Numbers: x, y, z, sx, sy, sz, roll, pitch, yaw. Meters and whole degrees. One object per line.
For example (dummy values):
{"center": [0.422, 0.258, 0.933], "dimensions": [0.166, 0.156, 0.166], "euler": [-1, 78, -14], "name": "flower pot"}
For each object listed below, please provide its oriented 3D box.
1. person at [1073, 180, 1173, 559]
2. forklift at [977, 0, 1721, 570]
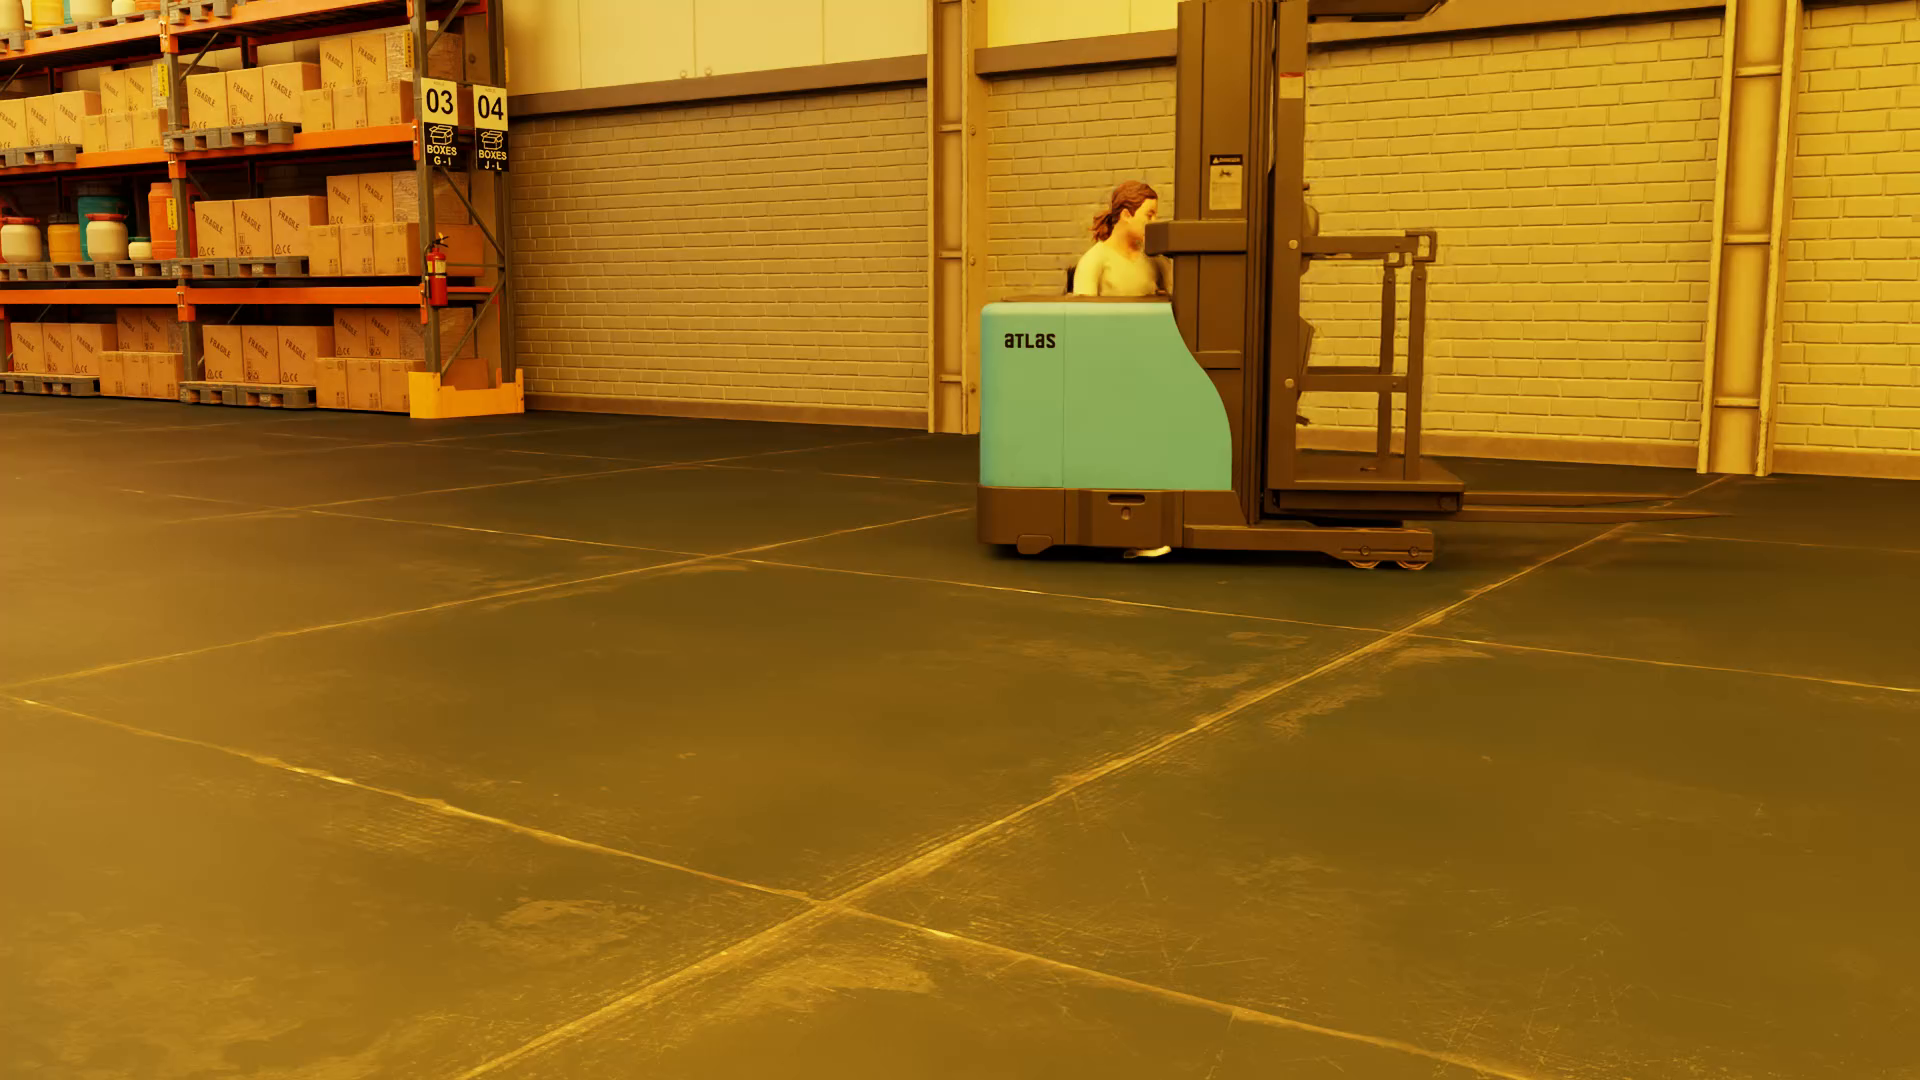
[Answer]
{"center": [0.808, -0.738, 7.147], "dimensions": [0.641, 1.601, 0.756], "euler": [-5, 9, -30], "name": "person"}
{"center": [1.631, -1.408, 7.096], "dimensions": [3.031, 2.935, 1.130], "euler": [1, 8, 8], "name": "forklift"}
